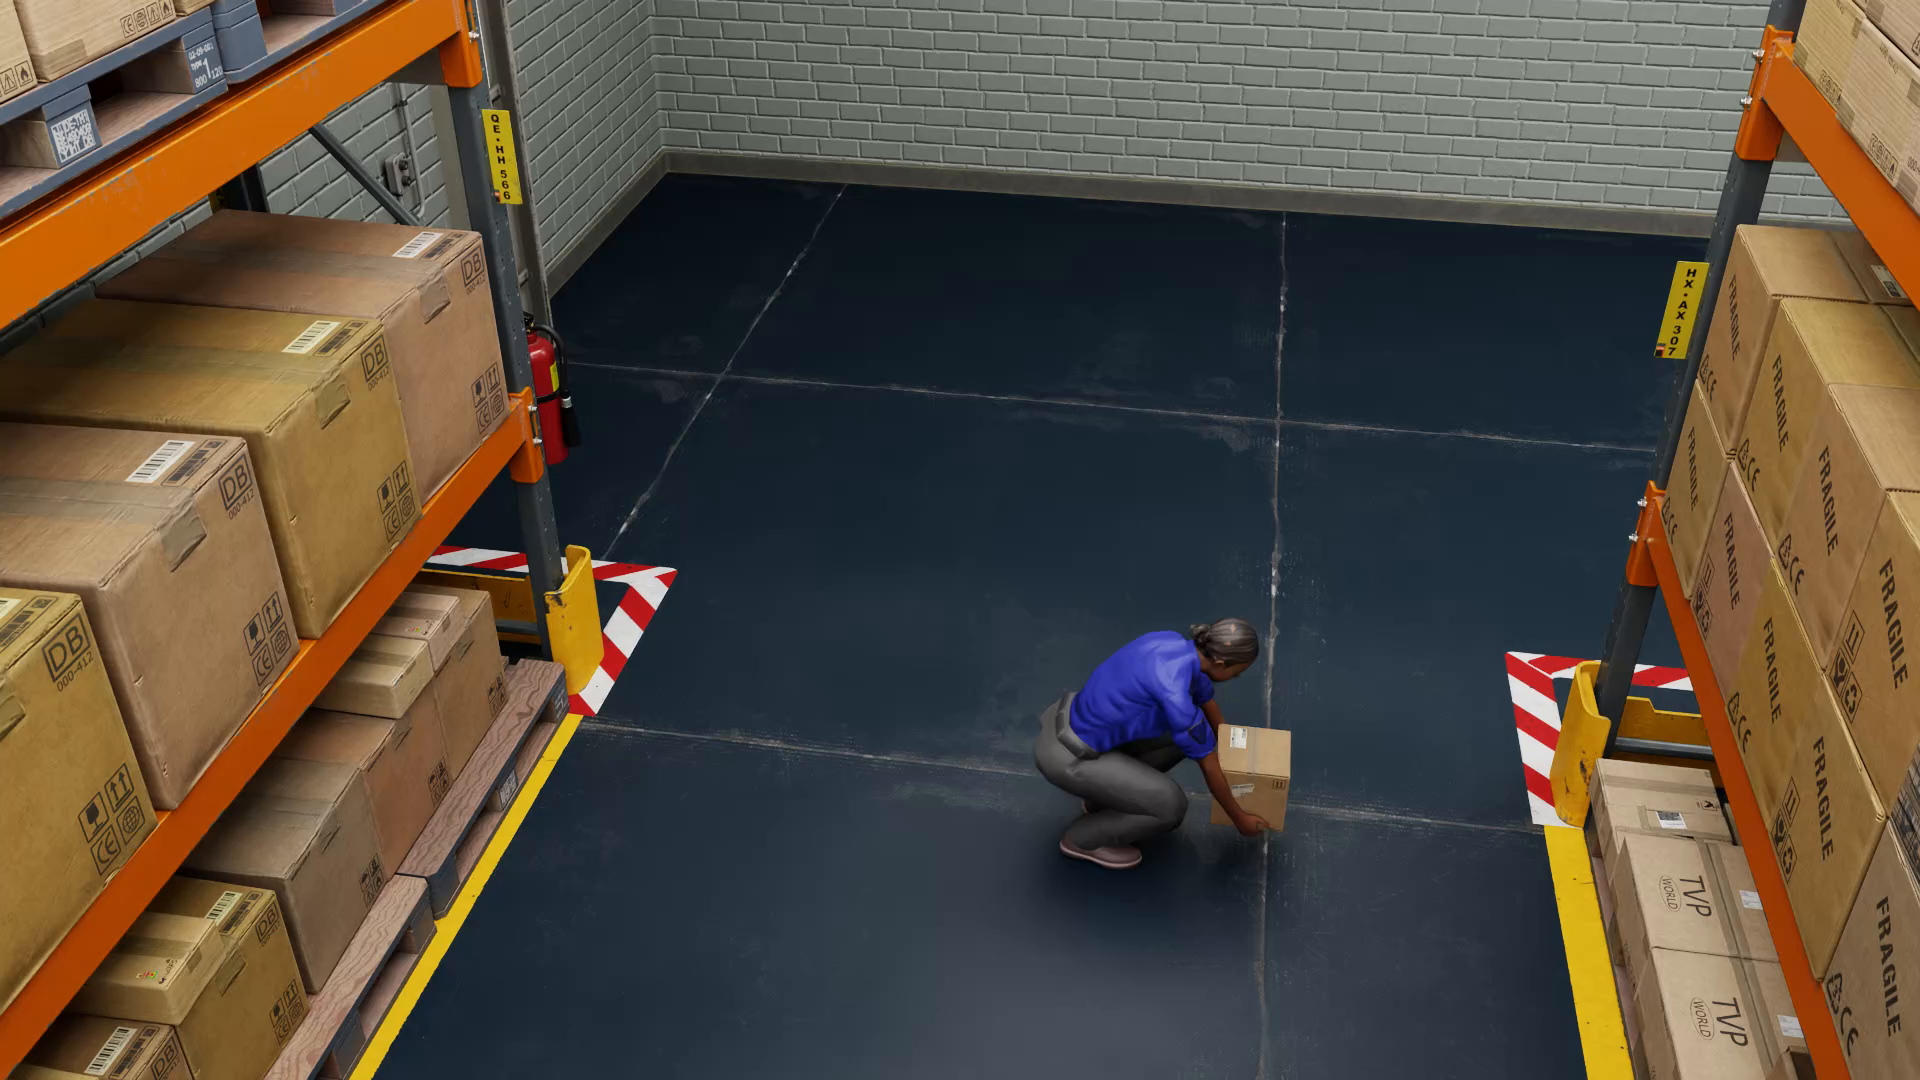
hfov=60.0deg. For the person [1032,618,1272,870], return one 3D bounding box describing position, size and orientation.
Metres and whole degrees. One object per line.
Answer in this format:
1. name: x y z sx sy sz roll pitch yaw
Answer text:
1. person: 0.681 0.679 5.757 0.845 0.945 0.462 5 33 7
